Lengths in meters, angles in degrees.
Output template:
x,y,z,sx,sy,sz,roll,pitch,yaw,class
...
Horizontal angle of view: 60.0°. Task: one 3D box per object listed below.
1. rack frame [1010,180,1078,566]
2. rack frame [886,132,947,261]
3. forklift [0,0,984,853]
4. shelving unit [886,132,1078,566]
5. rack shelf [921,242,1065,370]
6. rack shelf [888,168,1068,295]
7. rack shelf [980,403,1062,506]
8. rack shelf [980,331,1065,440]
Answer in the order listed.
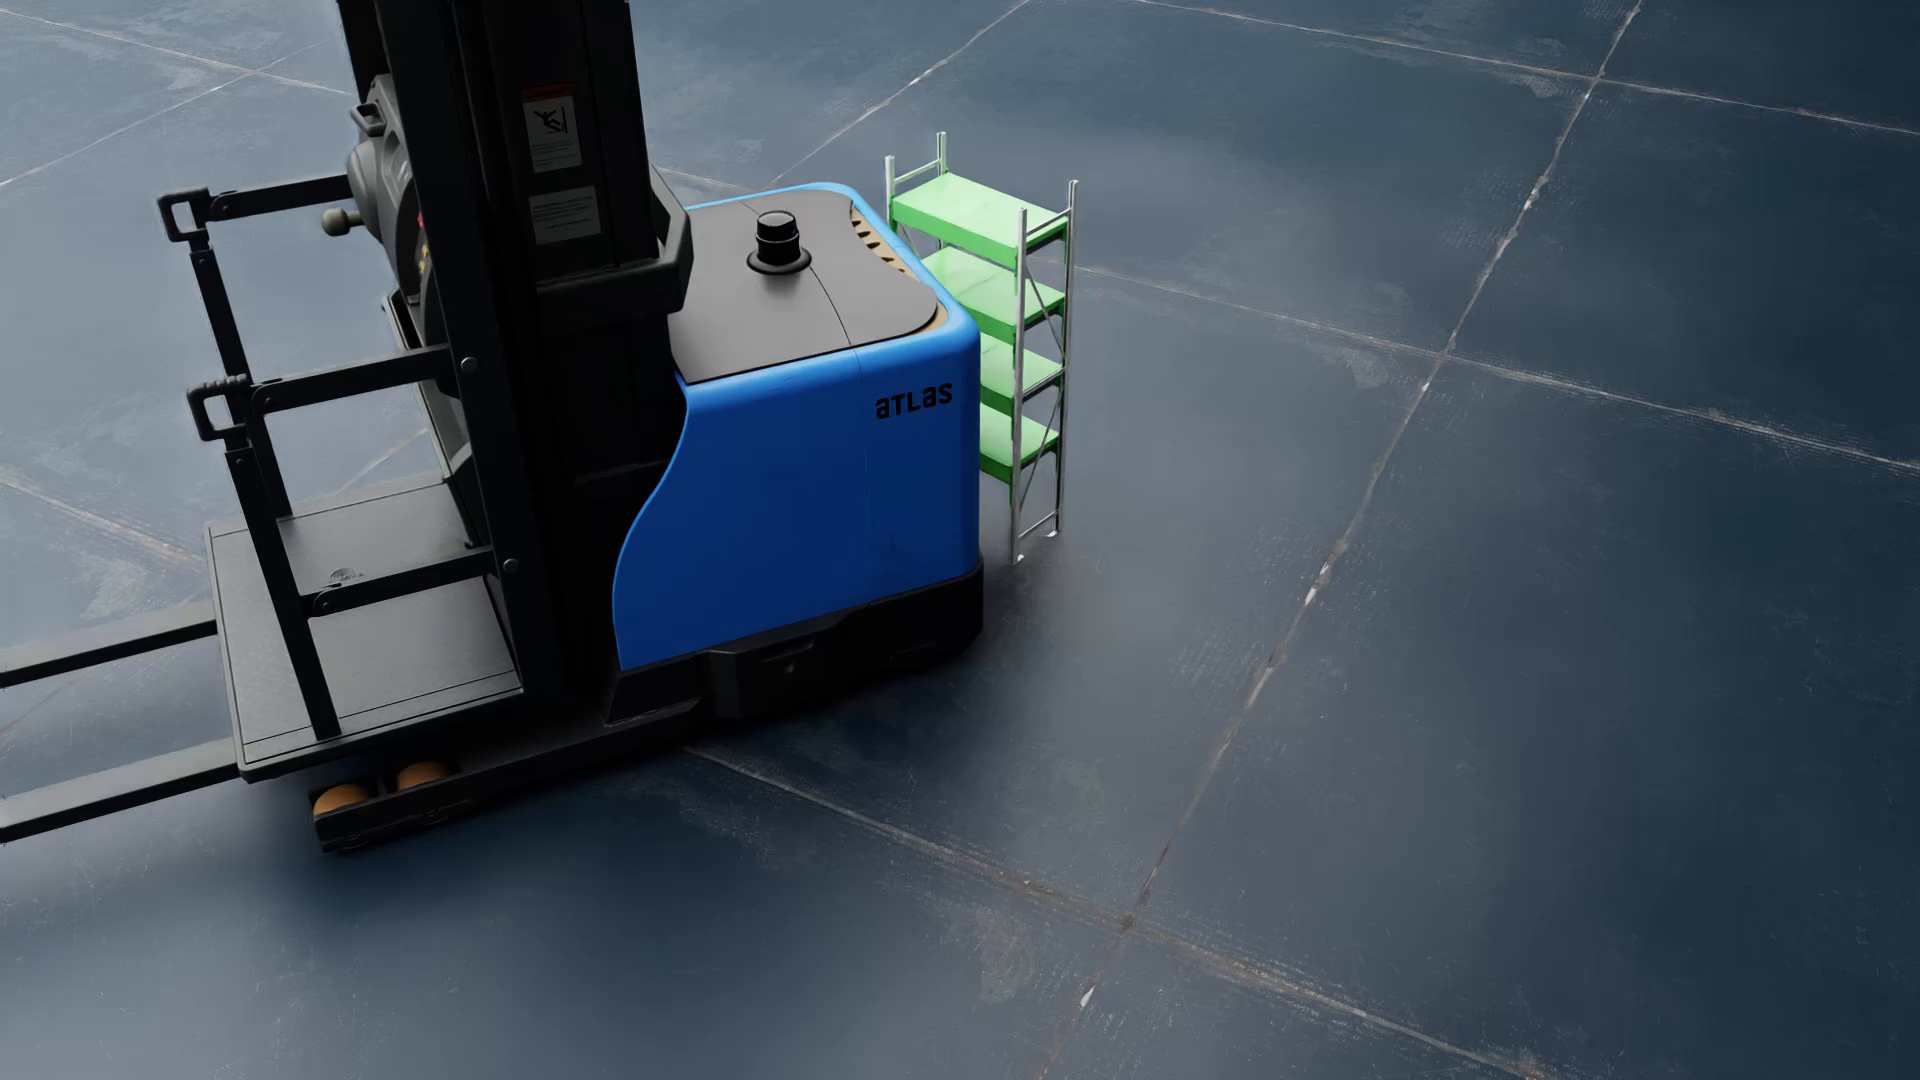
x,y,z,sx,sy,sz,roll,pitch,yaw,class
0.240,-0.455,4.857,0.015,1.200,0.240,28,45,32,rack frame
-0.125,-0.651,5.115,0.015,1.200,0.240,28,45,32,rack frame
-1.495,-0.749,3.813,3.031,2.935,1.130,-15,40,-19,forklift
0.057,-0.553,4.986,0.503,1.200,0.258,28,45,32,shelving unit
0.057,-0.693,4.880,0.480,0.148,0.258,28,45,32,rack shelf
0.057,-0.885,4.735,0.480,0.148,0.258,28,45,32,rack shelf
0.057,-0.311,5.170,0.480,0.148,0.258,28,45,32,rack shelf
0.057,-0.502,5.025,0.480,0.148,0.258,28,45,32,rack shelf
